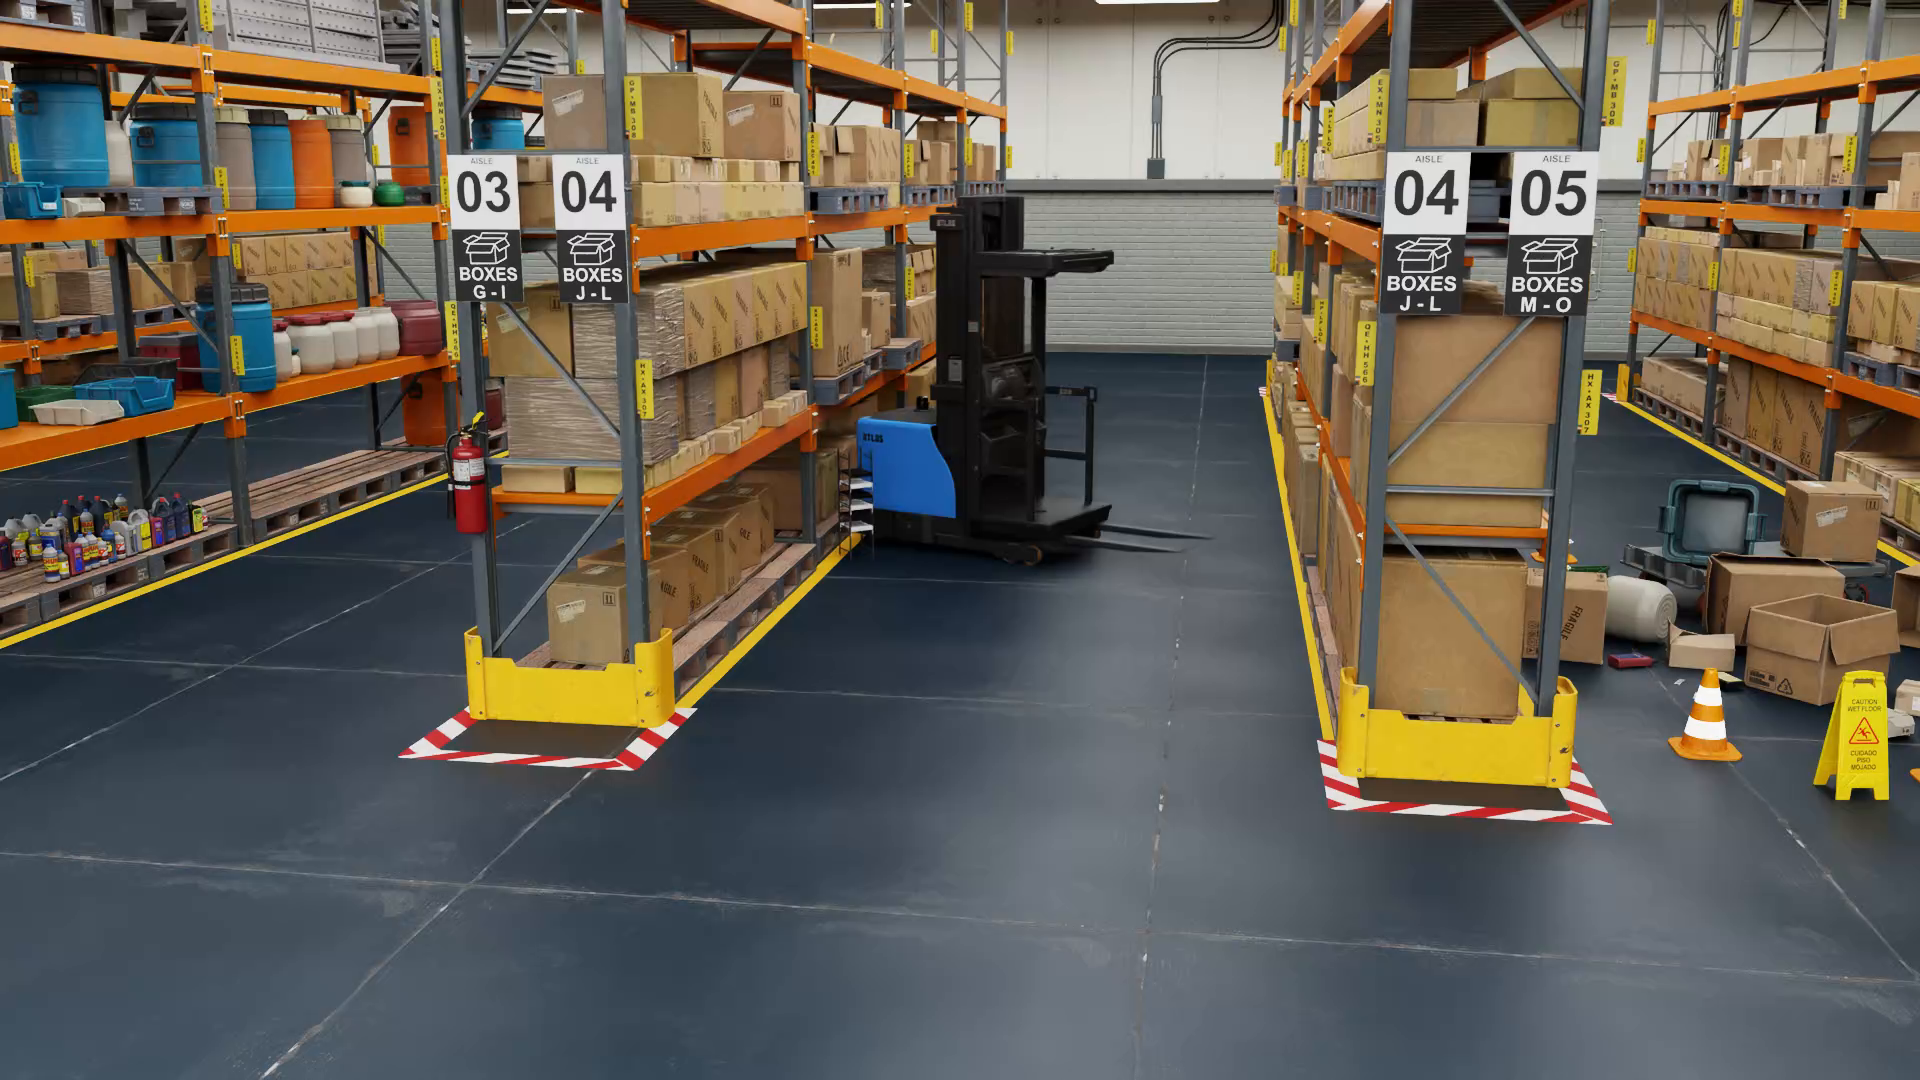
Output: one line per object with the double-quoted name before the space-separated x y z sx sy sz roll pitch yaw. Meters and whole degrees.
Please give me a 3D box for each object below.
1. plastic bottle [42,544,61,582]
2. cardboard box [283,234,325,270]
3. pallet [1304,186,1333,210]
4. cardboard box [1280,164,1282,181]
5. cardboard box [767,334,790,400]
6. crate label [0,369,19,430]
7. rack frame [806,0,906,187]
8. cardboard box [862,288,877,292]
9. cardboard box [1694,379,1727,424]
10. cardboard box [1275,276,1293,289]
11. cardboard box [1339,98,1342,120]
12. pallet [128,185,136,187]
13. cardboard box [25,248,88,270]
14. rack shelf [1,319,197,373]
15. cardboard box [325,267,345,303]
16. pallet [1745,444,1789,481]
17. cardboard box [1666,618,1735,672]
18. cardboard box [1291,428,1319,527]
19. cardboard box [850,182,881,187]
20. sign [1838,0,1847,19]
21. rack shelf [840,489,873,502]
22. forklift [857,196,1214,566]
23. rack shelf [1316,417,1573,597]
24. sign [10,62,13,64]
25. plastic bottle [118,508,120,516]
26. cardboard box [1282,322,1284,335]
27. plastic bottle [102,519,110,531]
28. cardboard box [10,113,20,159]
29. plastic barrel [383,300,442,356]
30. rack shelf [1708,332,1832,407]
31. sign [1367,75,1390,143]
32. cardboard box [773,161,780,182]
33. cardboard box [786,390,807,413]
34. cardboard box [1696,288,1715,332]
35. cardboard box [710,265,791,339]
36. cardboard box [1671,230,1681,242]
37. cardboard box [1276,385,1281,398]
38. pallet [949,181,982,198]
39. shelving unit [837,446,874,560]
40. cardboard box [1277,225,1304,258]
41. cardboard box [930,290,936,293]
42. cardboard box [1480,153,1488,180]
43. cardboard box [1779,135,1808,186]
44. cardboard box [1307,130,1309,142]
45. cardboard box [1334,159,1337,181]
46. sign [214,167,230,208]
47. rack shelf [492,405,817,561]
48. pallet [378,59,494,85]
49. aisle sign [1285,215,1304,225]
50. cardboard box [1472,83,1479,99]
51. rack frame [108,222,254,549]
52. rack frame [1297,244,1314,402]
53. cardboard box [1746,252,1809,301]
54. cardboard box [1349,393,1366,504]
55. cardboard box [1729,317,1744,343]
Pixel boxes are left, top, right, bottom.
"plastic bottle" -6.589 0.162 12.052 0.097 0.271 0.097 0 12 0
"cardboard box" -9.637 -4.197 24.237 0.500 0.500 0.500 2 12 10
"pallet" 3.787 -3.150 15.320 1.213 0.211 1.003 2 12 11
"cardboard box" 4.739 -5.130 23.226 0.500 0.250 0.500 2 12 10
"cardboard box" -1.797 -1.364 12.759 0.875 0.500 0.500 2 12 9
"crate label" -7.160 -0.998 11.922 0.502 0.435 0.616 2 12 9
"rack frame" -1.051 -5.027 16.458 1.000 3.000 0.127 2 12 9
"cardboard box" -1.095 -2.234 16.507 0.500 0.500 0.500 0 12 2
"cardboard box" 9.558 -1.686 20.279 0.875 0.438 0.875 2 12 8
"cardboard box" 3.934 -3.051 19.718 0.380 0.149 0.250 3 12 12
"cardboard box" 2.750 -2.896 11.163 0.380 0.149 0.250 2 12 8
"pallet" -10.550 -4.273 20.529 1.213 0.211 1.003 2 12 9
"cardboard box" -14.573 -4.281 26.525 0.980 0.700 0.700 2 12 11
"rack shelf" -10.532 -2.480 20.590 1.077 0.370 4.000 2 12 9
"cardboard box" -9.567 -3.816 24.843 0.500 0.500 0.500 2 12 9
"pallet" 9.126 -0.825 17.819 1.003 0.211 1.213 2 12 9
"cardboard box" 4.774 0.674 10.733 0.396 0.266 0.258 4 13 18
"cardboard box" 3.378 -0.518 14.120 1.050 0.750 0.750 2 12 9
"cardboard box" -1.025 -3.172 15.327 0.500 0.250 0.500 2 12 10
"sign" 9.894 -6.018 18.655 0.100 0.325 0.005 2 12 9
"rack shelf" -0.865 -0.362 13.769 0.200 0.077 0.258 -6 14 -28
"forklift" 0.616 -1.350 13.798 3.031 2.935 1.130 8 14 32
"rack shelf" 2.911 -0.312 10.527 1.077 0.370 4.000 2 12 9
"sign" -15.052 -7.727 26.394 0.100 0.325 0.005 2 12 9
"plastic bottle" -7.058 -0.196 13.879 0.097 0.201 0.097 0 12 0
"cardboard box" 3.496 -2.164 17.014 0.380 0.149 0.250 2 12 8
"plastic bottle" -6.588 -0.028 12.907 0.061 0.283 0.133 2 12 9
"cardboard box" -10.766 -4.510 18.571 0.500 0.500 0.500 2 12 9
"plastic barrel" -5.717 -2.215 17.326 0.600 0.536 0.708 2 12 9
"rack shelf" 9.048 -1.838 17.607 1.077 0.370 4.000 2 12 9
"sign" 2.070 -2.128 8.213 0.100 0.325 0.005 2 12 9
"cardboard box" -1.516 -2.665 12.027 0.380 0.149 0.250 1 12 6
"cardboard box" -1.409 -1.084 13.001 0.380 0.149 0.250 2 12 9
"cardboard box" 9.175 -2.759 19.939 0.500 0.500 0.500 2 12 9
"cardboard box" -1.540 -1.738 12.120 0.500 0.500 0.500 2 12 9
"cardboard box" 9.363 -3.907 21.350 0.380 0.149 0.250 2 12 7
"cardboard box" 4.237 -1.891 21.212 0.380 0.149 0.250 1 12 7
"pallet" -0.300 -4.520 21.435 1.003 0.211 1.213 2 12 9
"shelving unit" -0.865 -0.307 13.781 0.210 0.900 0.258 -6 14 -28
"cardboard box" 4.733 -4.176 23.433 0.500 0.500 0.500 2 12 8
"cardboard box" -0.395 -2.658 19.467 0.500 0.500 0.500 2 12 8
"cardboard box" 3.089 -2.064 9.191 0.380 0.149 0.250 2 12 9
"cardboard box" 8.725 -3.870 16.975 0.500 0.500 0.500 2 12 9
"cardboard box" 3.704 -4.001 16.767 0.396 0.266 0.258 2 12 9
"cardboard box" 2.789 -2.558 11.487 0.380 0.149 0.250 2 12 9
"sign" -6.019 -2.872 13.560 0.100 0.325 0.005 2 12 9
"rack shelf" -1.974 -0.493 11.370 1.077 0.370 4.000 2 12 9
"pallet" -5.804 -5.048 17.956 1.213 0.211 1.003 2 12 9
"aisle sign" 4.779 -4.873 23.816 0.394 0.787 0.004 2 12 9
"cardboard box" 3.166 -2.558 9.593 0.380 0.149 0.250 2 12 8
"rack frame" -6.561 -1.422 13.971 1.000 3.000 0.127 2 12 9
"rack frame" 3.834 -1.912 16.246 1.000 3.000 0.127 2 12 9
"cardboard box" 8.874 -2.850 17.986 0.500 0.500 0.500 2 12 7
"cardboard box" 2.679 -0.514 9.403 0.875 0.550 0.550 2 12 9
"cardboard box" 8.949 -2.341 18.594 0.500 0.250 0.500 2 12 7
